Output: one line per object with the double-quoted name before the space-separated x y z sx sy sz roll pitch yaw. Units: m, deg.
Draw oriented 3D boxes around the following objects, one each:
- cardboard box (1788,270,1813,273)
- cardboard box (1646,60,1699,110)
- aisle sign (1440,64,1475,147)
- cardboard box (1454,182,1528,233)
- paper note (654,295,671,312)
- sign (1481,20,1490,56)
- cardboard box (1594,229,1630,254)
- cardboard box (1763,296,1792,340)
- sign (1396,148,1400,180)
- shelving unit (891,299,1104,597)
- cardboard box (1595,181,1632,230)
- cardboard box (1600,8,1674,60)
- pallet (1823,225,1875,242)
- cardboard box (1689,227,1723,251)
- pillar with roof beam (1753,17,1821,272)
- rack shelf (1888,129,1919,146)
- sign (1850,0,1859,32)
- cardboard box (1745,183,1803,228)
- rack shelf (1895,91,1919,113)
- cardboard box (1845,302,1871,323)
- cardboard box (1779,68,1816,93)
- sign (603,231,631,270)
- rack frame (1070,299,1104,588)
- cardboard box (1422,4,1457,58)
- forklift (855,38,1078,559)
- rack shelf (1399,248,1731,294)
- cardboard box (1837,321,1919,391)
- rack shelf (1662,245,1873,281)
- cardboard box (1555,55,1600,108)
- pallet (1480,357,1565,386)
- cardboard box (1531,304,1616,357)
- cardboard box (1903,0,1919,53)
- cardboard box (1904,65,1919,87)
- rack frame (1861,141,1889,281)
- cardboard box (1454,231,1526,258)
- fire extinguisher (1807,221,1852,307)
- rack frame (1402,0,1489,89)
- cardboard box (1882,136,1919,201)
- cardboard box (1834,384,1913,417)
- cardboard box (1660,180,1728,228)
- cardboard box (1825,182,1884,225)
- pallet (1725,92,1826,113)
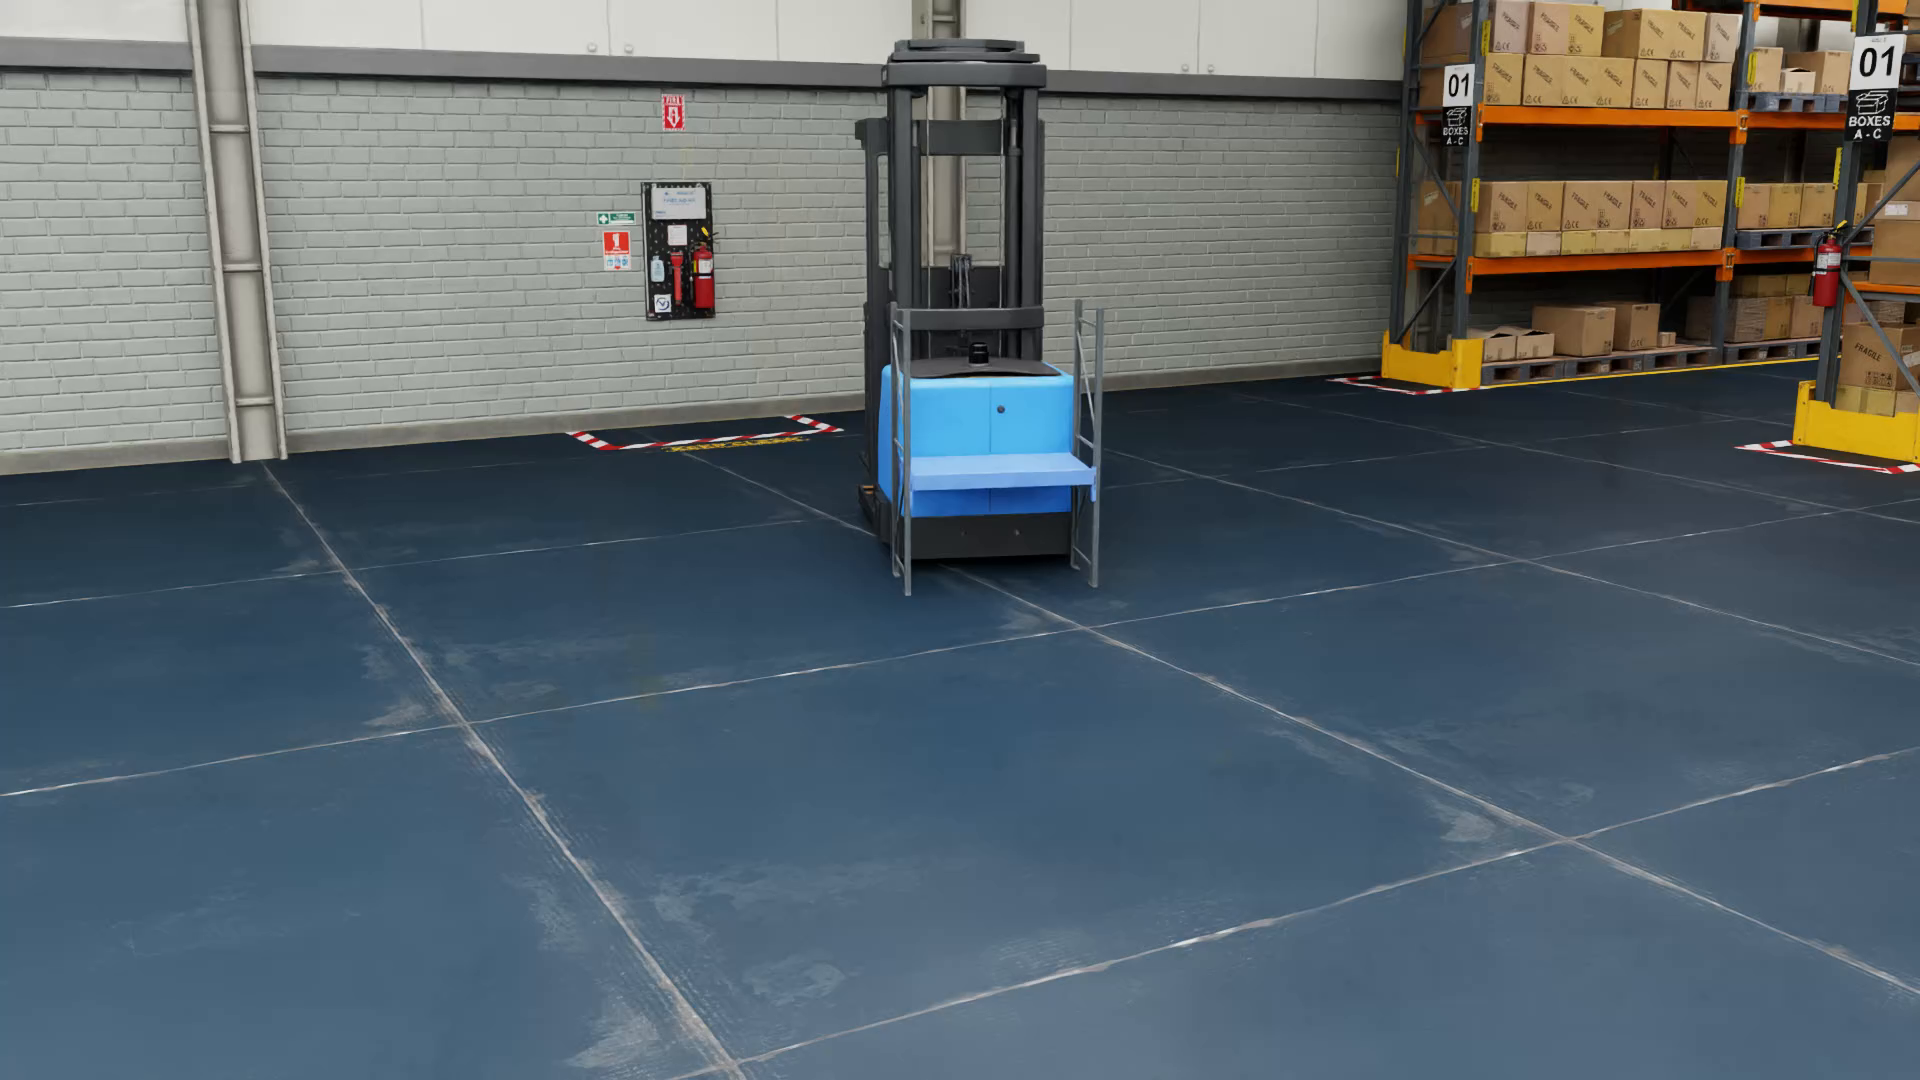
"cardboard box" 10.312 -3.135 20.193 0.500 0.250 0.500 -7 14 -28
"cardboard box" 7.612 -4.913 18.002 0.500 0.500 0.500 -8 15 -33
"aisle sign" 4.957 -4.324 16.572 0.004 0.787 0.394 -7 14 -28
"cardboard box" 5.439 -3.416 17.045 0.500 0.500 0.500 -7 14 -28
"paper note" -2.566 -2.043 14.362 0.142 0.148 0.016 -7 14 -28
"sign" 5.136 -4.907 16.258 0.005 0.325 0.100 -7 14 -28
"cardboard box" 6.800 -3.211 17.841 0.500 0.250 0.500 -7 14 -27
"cardboard box" 9.455 -2.682 19.887 0.500 0.500 0.700 -7 15 -29
"sign" 4.628 -3.950 17.471 0.005 0.325 0.100 -7 14 -28
"shelving unit" 0.185 -0.509 8.932 1.048 1.500 0.538 -2 14 -10
"cardboard box" 6.782 -3.576 17.756 0.500 0.500 0.500 -6 14 -26
"cardboard box" 7.148 -5.330 17.581 0.500 0.500 0.500 -7 15 -30
"pallet" 11.323 -3.774 20.484 1.003 0.211 1.213 -7 14 -28
"cardboard box" 8.116 -3.371 18.551 0.500 0.250 0.500 -7 14 -28
"pillar with roof beam" 12.405 -6.090 16.675 0.400 9.000 9.100 -7 14 -28
"rack shelf" 13.653 -5.286 21.572 4.000 0.370 1.077 -7 14 -28
"sign" 7.005 -4.130 12.961 0.005 0.325 0.100 -7 14 -28
"cardboard box" 9.344 -3.910 19.422 0.500 0.500 0.700 -5 14 -22
"rack shelf" 9.008 -3.490 13.592 4.000 0.370 1.077 -7 14 -28
"cardboard box" 10.783 -2.841 20.591 0.500 0.500 0.700 -7 14 -28
"cardboard box" 9.446 -5.274 19.127 0.500 0.311 0.500 -6 14 -26
"sign" -2.912 -2.457 14.114 0.234 0.329 0.001 -7 14 -28
"rack frame" 0.685 -0.529 9.020 0.032 1.500 0.500 -2 14 -10
"cardboard box" 5.129 -5.227 17.121 0.500 0.500 0.500 -6 14 -25
"forklift" -0.069 -1.593 10.514 1.130 2.935 3.031 -2 13 -9
"rack shelf" 6.632 -2.981 18.162 4.000 0.370 1.077 -7 14 -28
"cardboard box" 7.581 -1.510 13.587 0.500 0.500 0.500 -7 14 -28
"rack shelf" 10.142 -3.402 20.031 4.000 0.370 1.077 -7 14 -28
"cardboard box" 6.232 -4.736 17.214 0.500 0.500 0.500 -6 14 -25
"pallet" 5.673 -1.848 17.839 1.213 0.211 1.003 -7 14 -28
"cardboard box" 6.695 -2.300 18.187 0.500 0.500 0.700 -8 15 -31
"cardboard box" 7.759 -4.014 12.770 0.637 0.503 0.797 -6 14 -24
"cardboard box" 12.288 -5.751 20.770 0.500 0.500 0.700 -8 15 -32
"rack frame" 11.898 -3.963 20.887 0.127 3.000 1.000 -7 14 -28
"cardboard box" 5.457 -3.048 17.118 0.500 0.250 0.500 -7 15 -29
"fire extinguisher" 6.927 -2.207 13.259 0.183 0.674 0.296 -7 14 -28
"rack frame" 4.876 -6.048 16.489 0.127 3.000 1.000 -7 14 -28
"cardboard box" 7.715 -2.901 12.986 0.500 0.500 0.700 -7 14 -28
"cardboard box" 7.582 -1.144 13.667 0.500 0.250 0.500 -7 14 -28
"cardboard box" 8.120 -3.735 18.464 0.500 0.500 0.500 -7 14 -28
"cardboard box" 11.013 -4.111 20.315 0.500 0.500 0.700 -8 15 -33
"pallet" 8.980 -4.959 18.906 1.003 0.211 1.213 -7 14 -28
